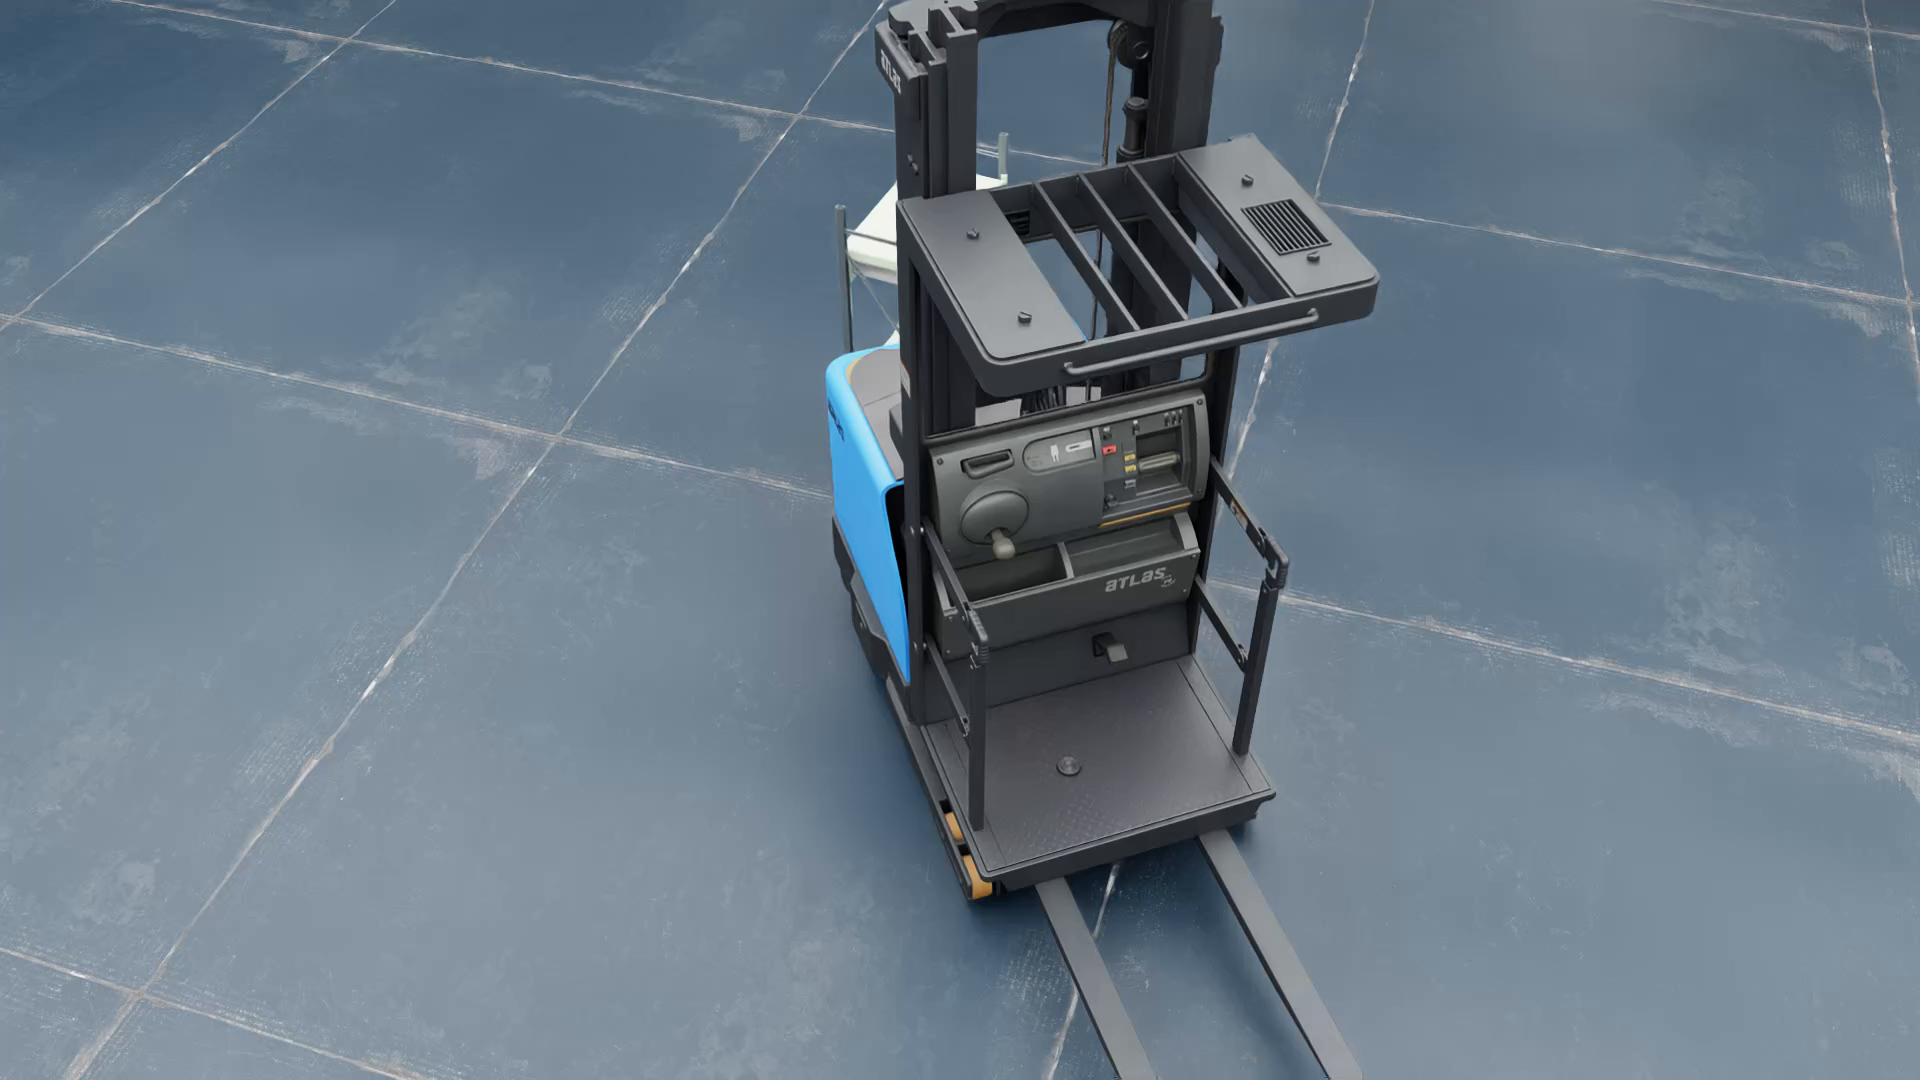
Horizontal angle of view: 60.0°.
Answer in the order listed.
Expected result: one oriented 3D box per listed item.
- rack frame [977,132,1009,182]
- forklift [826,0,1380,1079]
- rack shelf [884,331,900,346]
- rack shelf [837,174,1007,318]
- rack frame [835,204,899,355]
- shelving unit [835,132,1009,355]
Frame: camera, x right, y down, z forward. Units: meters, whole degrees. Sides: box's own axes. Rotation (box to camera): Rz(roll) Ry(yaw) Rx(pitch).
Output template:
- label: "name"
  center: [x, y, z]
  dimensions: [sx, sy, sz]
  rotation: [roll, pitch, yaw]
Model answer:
- label: "rack frame"
  center: [0.008, -1.143, 7.245]
  dimensions: [0.400, 1.500, 0.023]
  rotation: [17, 47, 17]
- label: "forklift"
  center: [0.434, -0.113, 5.168]
  dimensions: [1.130, 2.935, 3.031]
  rotation: [-14, 46, -14]
- label: "rack shelf"
  center: [-0.139, -0.676, 7.233]
  dimensions: [0.431, 0.370, 0.720]
  rotation: [17, 47, 17]
- label: "rack shelf"
  center: [-0.139, -1.188, 6.732]
  dimensions: [0.431, 0.370, 0.720]
  rotation: [17, 47, 17]
- label: "rack frame"
  center: [-0.287, -0.674, 6.766]
  dimensions: [0.400, 1.500, 0.023]
  rotation: [17, 47, 17]
- label: "shelving unit"
  center: [-0.139, -0.909, 7.005]
  dimensions: [0.431, 1.500, 0.755]
  rotation: [17, 47, 17]
